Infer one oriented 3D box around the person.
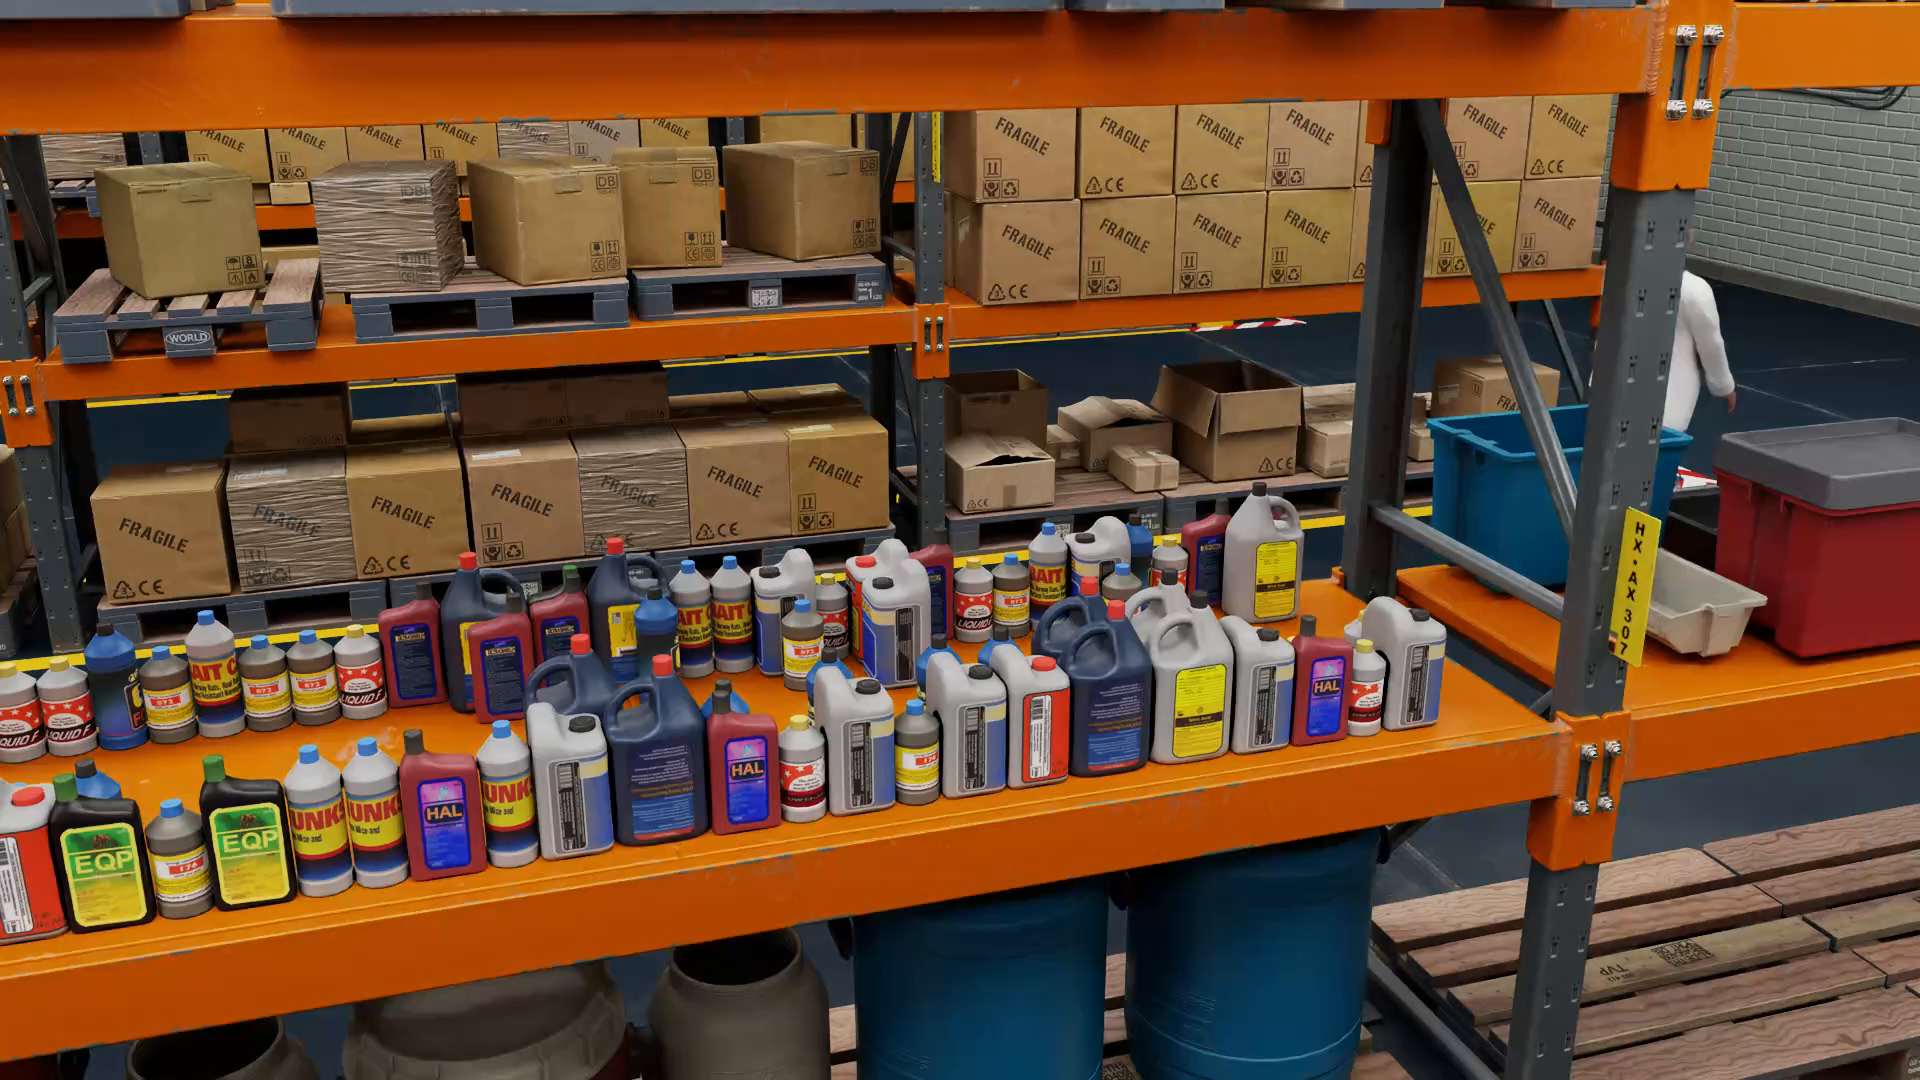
[{"bbox_3d":[3.522,-0.743,8.204,1.048,1.731,0.567,-8,21,-22],"label":"person"}]
